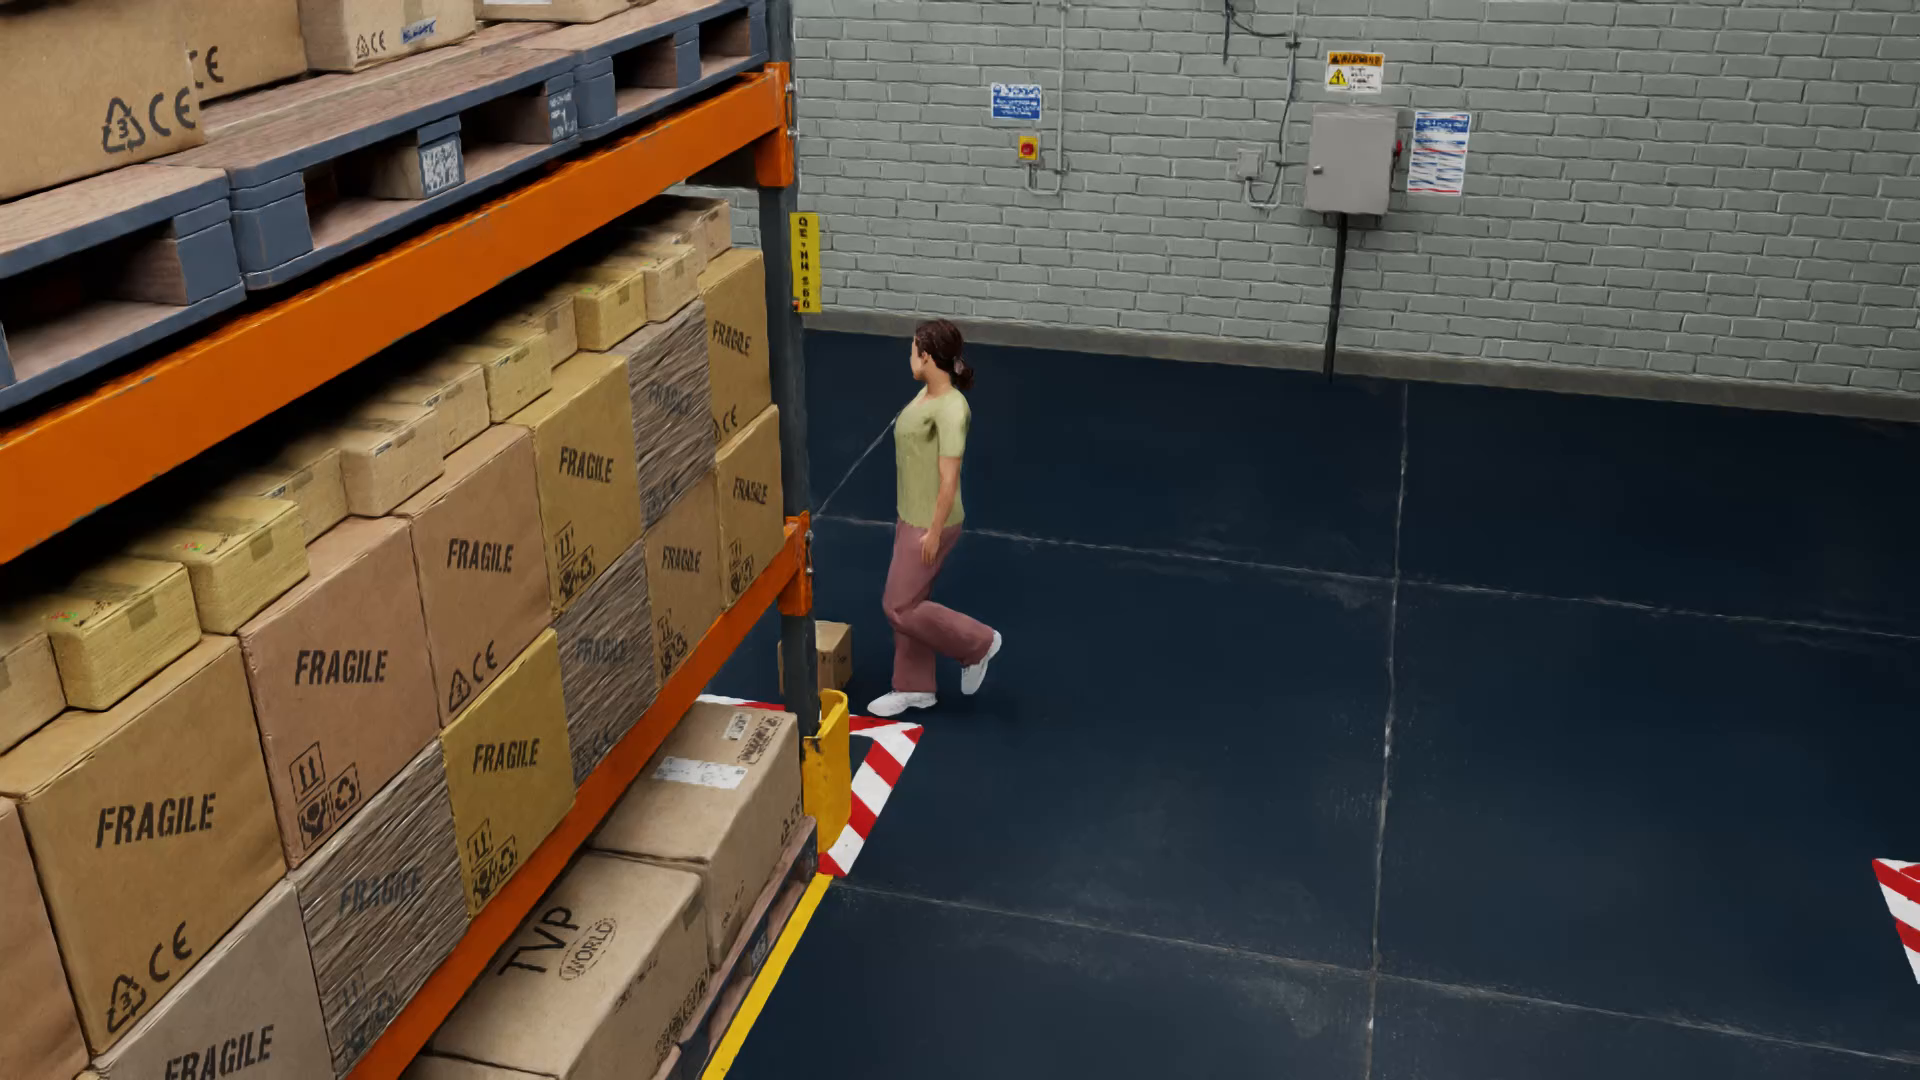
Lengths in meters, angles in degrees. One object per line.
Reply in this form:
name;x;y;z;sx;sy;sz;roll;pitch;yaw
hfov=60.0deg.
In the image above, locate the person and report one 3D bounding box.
person;-0.135;-0.073;6.803;0.578;1.638;0.495;-7;26;-13
